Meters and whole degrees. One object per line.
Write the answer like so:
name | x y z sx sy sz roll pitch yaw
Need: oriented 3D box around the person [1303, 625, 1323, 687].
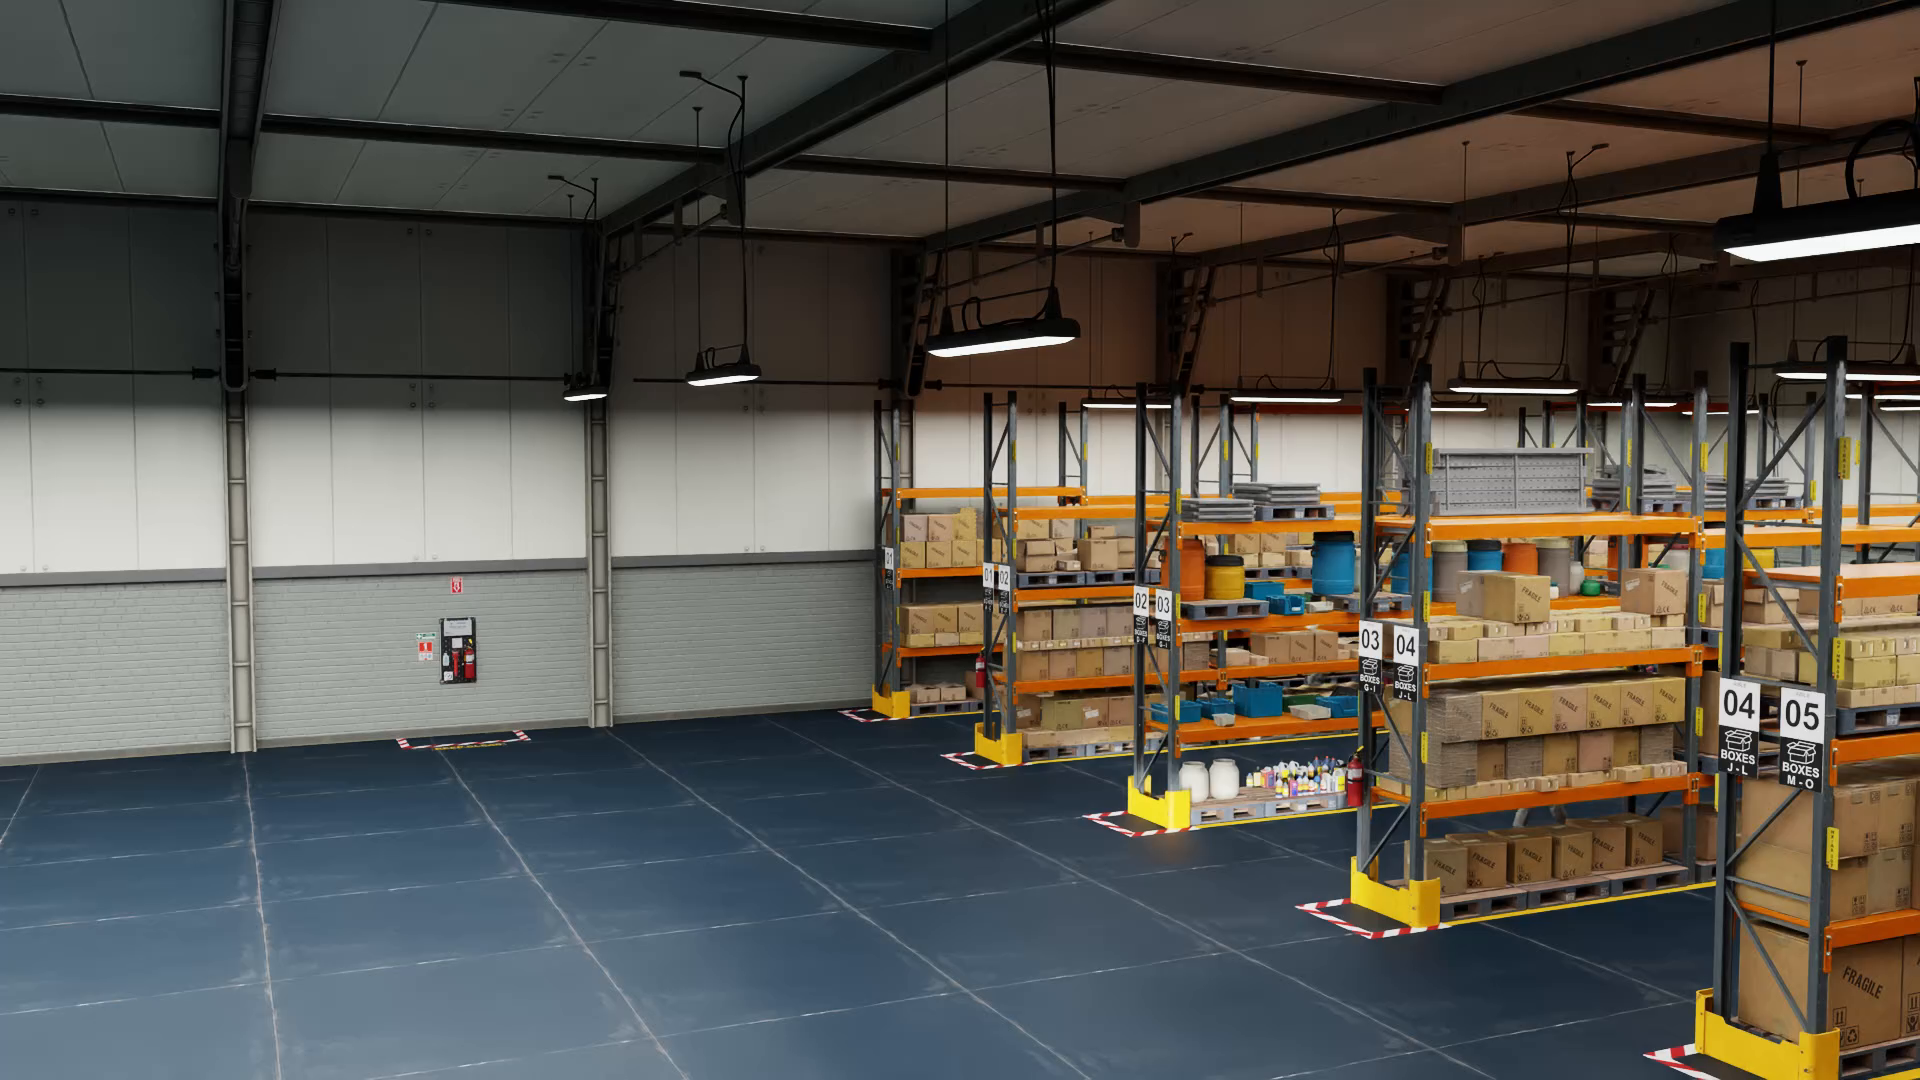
person | 7.041 2.434 32.593 0.682 1.670 0.738 -1 3 -16

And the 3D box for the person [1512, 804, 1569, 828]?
person | 7.434 3.050 21.328 1.074 1.715 0.508 -1 4 -23
